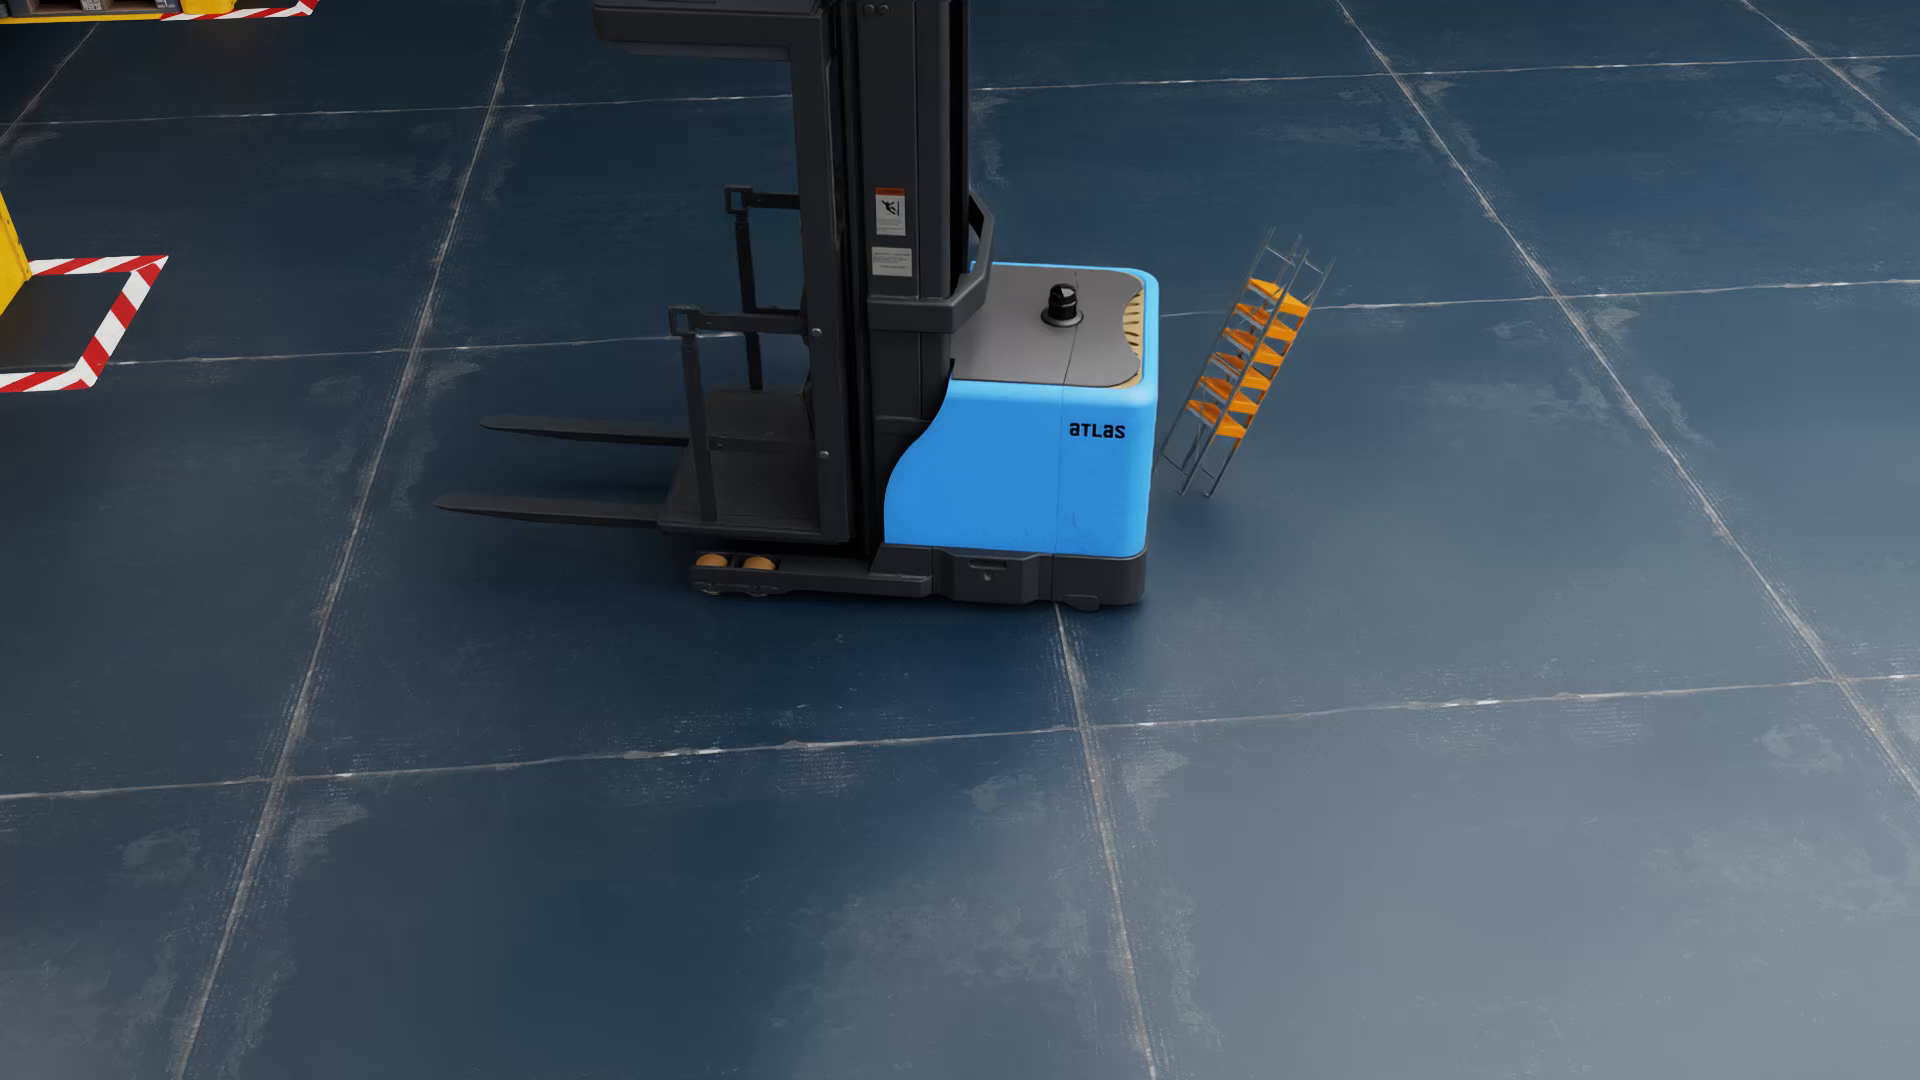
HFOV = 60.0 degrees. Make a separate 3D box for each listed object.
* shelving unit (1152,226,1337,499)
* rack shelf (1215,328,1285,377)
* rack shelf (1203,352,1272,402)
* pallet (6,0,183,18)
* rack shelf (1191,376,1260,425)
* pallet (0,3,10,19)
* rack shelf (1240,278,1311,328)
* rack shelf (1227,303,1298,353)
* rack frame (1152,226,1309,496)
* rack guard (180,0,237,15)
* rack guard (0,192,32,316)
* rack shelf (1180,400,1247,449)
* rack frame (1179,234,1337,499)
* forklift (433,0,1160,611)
[{"bbox_3d":[1.227,-0.759,7.276,0.189,1.200,0.258,5,29,-39],"label":"shelving unit"},{"bbox_3d":[1.256,-0.823,7.247,0.180,0.103,0.258,5,29,-39],"label":"rack shelf"},{"bbox_3d":[1.210,-0.722,7.292,0.180,0.103,0.258,5,29,-39],"label":"rack shelf"},{"bbox_3d":[-6.322,-4.197,12.399,1.213,0.211,1.003,-3,38,-4],"label":"pallet"},{"bbox_3d":[1.163,-0.621,7.337,0.180,0.103,0.258,5,29,-39],"label":"rack shelf"},{"bbox_3d":[-7.534,-4.132,12.317,1.213,0.211,1.003,-3,38,-4],"label":"pallet"},{"bbox_3d":[1.349,-1.025,7.157,0.180,0.103,0.258,5,29,-39],"label":"rack shelf"},{"bbox_3d":[1.302,-0.924,7.202,0.180,0.103,0.258,5,29,-39],"label":"rack shelf"},{"bbox_3d":[1.156,-0.765,7.217,0.006,1.200,0.240,5,29,-39],"label":"rack frame"},{"bbox_3d":[-5.540,-4.380,12.397,0.348,0.500,1.175,-3,38,-4],"label":"rack guard"},{"bbox_3d":[-5.196,-1.312,8.509,0.348,0.500,1.175,-3,38,-4],"label":"rack guard"},{"bbox_3d":[1.117,-0.520,7.382,0.180,0.103,0.258,5,29,-39],"label":"rack shelf"},{"bbox_3d":[1.297,-0.753,7.334,0.006,1.200,0.240,5,29,-39],"label":"rack frame"},{"bbox_3d":[-0.706,-1.237,6.452,3.031,2.935,1.130,4,38,4],"label":"forklift"}]
